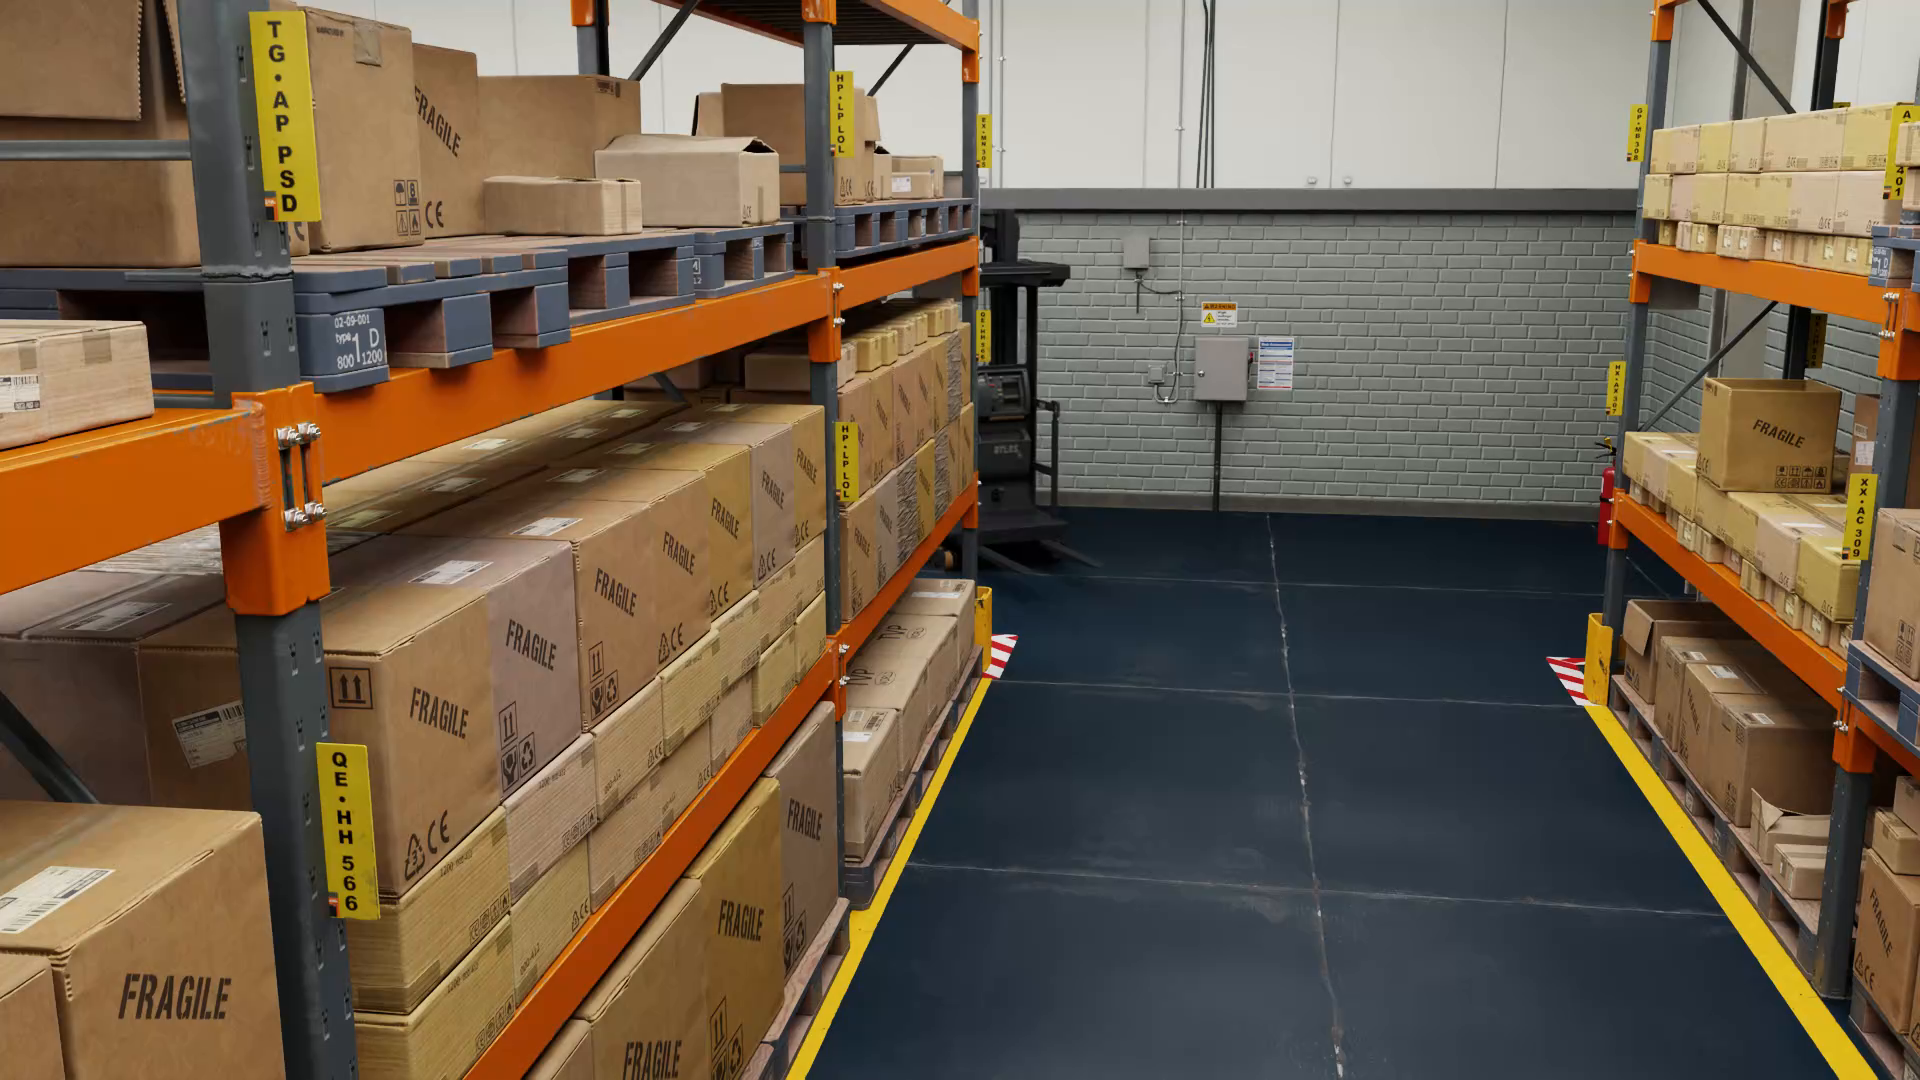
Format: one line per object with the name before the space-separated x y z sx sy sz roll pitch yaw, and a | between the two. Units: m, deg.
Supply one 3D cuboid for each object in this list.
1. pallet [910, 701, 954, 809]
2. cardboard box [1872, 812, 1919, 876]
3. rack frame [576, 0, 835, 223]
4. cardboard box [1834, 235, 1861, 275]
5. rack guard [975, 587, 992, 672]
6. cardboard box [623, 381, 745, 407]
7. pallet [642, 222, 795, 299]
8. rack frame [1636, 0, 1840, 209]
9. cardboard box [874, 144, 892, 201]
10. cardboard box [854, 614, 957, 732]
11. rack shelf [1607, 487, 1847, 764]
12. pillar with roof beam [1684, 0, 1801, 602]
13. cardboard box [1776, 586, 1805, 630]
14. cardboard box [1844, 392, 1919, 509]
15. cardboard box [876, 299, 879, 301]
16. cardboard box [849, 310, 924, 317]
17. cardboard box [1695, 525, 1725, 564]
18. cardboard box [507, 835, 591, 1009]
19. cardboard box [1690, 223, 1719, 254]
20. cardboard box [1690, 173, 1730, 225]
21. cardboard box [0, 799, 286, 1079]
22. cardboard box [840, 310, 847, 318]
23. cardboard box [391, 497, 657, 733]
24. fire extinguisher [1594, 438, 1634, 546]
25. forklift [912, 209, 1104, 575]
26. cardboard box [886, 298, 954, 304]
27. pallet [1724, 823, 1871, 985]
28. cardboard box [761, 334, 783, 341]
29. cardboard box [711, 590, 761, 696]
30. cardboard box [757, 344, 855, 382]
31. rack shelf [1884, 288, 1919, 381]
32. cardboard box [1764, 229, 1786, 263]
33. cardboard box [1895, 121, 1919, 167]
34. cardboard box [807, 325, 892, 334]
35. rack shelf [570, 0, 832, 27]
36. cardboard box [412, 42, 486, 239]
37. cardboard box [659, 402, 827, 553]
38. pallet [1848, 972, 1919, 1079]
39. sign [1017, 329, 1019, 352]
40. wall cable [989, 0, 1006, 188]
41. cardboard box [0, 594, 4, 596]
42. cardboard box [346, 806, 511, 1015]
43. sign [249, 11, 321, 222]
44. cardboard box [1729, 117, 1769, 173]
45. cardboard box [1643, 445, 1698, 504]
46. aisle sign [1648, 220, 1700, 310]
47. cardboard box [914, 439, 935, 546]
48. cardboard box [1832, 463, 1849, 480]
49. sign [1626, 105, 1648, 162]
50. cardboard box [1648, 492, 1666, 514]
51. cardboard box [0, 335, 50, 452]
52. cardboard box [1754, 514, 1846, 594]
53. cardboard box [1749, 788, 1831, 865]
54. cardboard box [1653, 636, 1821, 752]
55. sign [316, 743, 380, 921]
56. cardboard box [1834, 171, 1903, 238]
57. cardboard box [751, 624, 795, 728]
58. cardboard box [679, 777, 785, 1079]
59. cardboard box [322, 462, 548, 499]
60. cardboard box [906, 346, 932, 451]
pallet | -0.623 1.146 9.174 1.003 0.211 1.213 2 12 9
cardboard box | 3.585 1.119 6.077 0.380 0.149 0.250 2 12 11
rack frame | -1.002 -2.739 6.344 1.000 3.000 0.127 2 12 9
cardboard box | 3.707 -1.125 6.571 0.380 0.149 0.250 2 12 9
rack guard | -0.383 0.578 11.126 1.175 0.500 0.348 2 12 9
cardboard box | -1.202 -0.451 7.357 0.500 0.500 0.500 2 12 8
pallet | -1.094 -0.987 5.787 0.805 0.209 1.217 1 12 6
rack frame | 4.518 -3.412 9.465 1.000 3.000 0.127 2 12 9
cardboard box | -0.667 -2.006 9.040 0.500 0.311 0.500 2 12 10
cardboard box | -0.522 0.739 9.527 0.875 0.438 0.875 2 12 10
rack shelf | 4.211 0.289 8.241 1.077 0.370 4.000 2 12 9
pillar with roof beam | 1.570 -4.083 12.581 9.100 9.000 0.400 2 12 9
cardboard box | 3.737 0.292 7.115 0.380 0.149 0.250 2 12 10
cardboard box | 4.395 -0.387 7.537 0.500 0.500 0.500 2 12 7
cardboard box | -0.715 -1.429 10.354 0.380 0.149 0.250 2 12 10
cardboard box | -0.406 -1.199 9.289 0.380 0.149 0.250 2 12 8
cardboard box | 3.929 0.025 8.353 0.380 0.149 0.250 2 12 10
cardboard box | -1.232 0.898 4.061 0.500 0.250 0.500 2 12 7
cardboard box | 3.996 -1.552 8.553 0.380 0.149 0.250 2 12 8
cardboard box | 4.031 -1.721 8.391 0.500 0.250 0.500 2 12 7
cardboard box | -1.413 0.730 2.545 0.500 0.500 0.500 2 12 7
cardboard box | -0.849 -1.210 9.338 0.380 0.149 0.250 2 12 9
cardboard box | -1.138 0.183 4.414 0.500 0.500 0.500 2 12 10
fire extinguisher | 4.084 -0.305 10.356 0.296 0.674 0.183 2 12 9
forklift | 0.240 -1.277 13.960 1.130 2.935 3.031 -5 13 -22
cardboard box | -0.244 -1.413 10.278 0.380 0.149 0.250 2 12 9
pallet | 4.010 1.574 7.190 1.003 0.211 1.213 2 12 9
cardboard box | -1.052 -0.892 7.862 0.380 0.149 0.250 2 12 8
cardboard box | -0.973 0.334 5.491 0.500 0.250 0.500 2 12 10
cardboard box | -0.674 -0.772 7.307 0.380 0.149 0.250 2 12 9
rack shelf | 3.595 -0.345 4.061 1.077 0.370 4.000 2 12 9
cardboard box | 3.902 -1.339 7.564 0.380 0.149 0.250 2 12 9
cardboard box | 3.424 -1.342 5.635 0.380 0.149 0.250 2 12 10
cardboard box | -0.550 -0.986 8.299 0.380 0.149 0.250 2 12 8
rack shelf | -1.310 -1.776 4.530 1.077 0.370 4.000 2 12 9
cardboard box | -1.633 -1.071 4.487 0.500 0.500 0.500 2 12 9
cardboard box | -0.823 -0.243 6.391 0.500 0.500 0.500 2 12 10
pallet | 3.815 1.887 5.736 1.003 0.211 1.213 2 12 9
sign | 0.419 -1.960 16.327 0.327 0.218 0.001 2 12 9
wall cable | 0.209 -4.765 15.744 0.463 3.000 0.029 2 12 9
cardboard box | -5.807 0.438 10.198 0.380 0.149 0.250 2 12 11
cardboard box | -1.295 0.758 3.528 0.500 0.250 0.500 2 12 8
sign | -1.081 -0.675 2.658 0.100 0.325 0.005 2 12 9
cardboard box | 3.973 -1.861 7.852 0.500 0.250 0.500 2 12 10
cardboard box | 4.105 -0.361 9.197 0.500 0.250 0.500 2 12 9
aisle sign | 4.239 -1.774 9.933 0.394 0.787 0.004 2 12 9
cardboard box | -0.428 -0.260 8.842 0.500 0.500 0.500 2 12 10
cardboard box | 4.548 -0.237 8.622 0.500 0.250 0.500 2 12 10
sign | 3.982 -2.390 9.770 0.100 0.325 0.005 2 12 9
cardboard box | 4.203 -0.242 9.594 0.380 0.149 0.250 2 12 10
cardboard box | -1.488 -0.193 2.245 0.380 0.149 0.250 2 12 9
cardboard box | 3.803 0.063 7.232 0.500 0.250 0.500 2 12 9
cardboard box | 3.753 1.285 7.404 0.396 0.266 0.258 2 12 11
cardboard box | 4.161 0.838 8.920 0.700 0.500 0.500 2 12 11
sign | -1.080 0.514 2.926 0.100 0.325 0.005 2 12 9
cardboard box | 3.730 -1.294 6.405 0.500 0.250 0.500 2 12 9
cardboard box | -0.902 0.474 6.029 0.500 0.250 0.500 2 12 8
cardboard box | -1.150 1.347 5.671 0.875 0.875 0.875 2 12 10
cardboard box | -1.558 0.057 4.998 0.500 0.500 0.500 2 12 8
cardboard box | -0.436 -0.752 8.750 0.500 0.500 0.500 2 12 8
